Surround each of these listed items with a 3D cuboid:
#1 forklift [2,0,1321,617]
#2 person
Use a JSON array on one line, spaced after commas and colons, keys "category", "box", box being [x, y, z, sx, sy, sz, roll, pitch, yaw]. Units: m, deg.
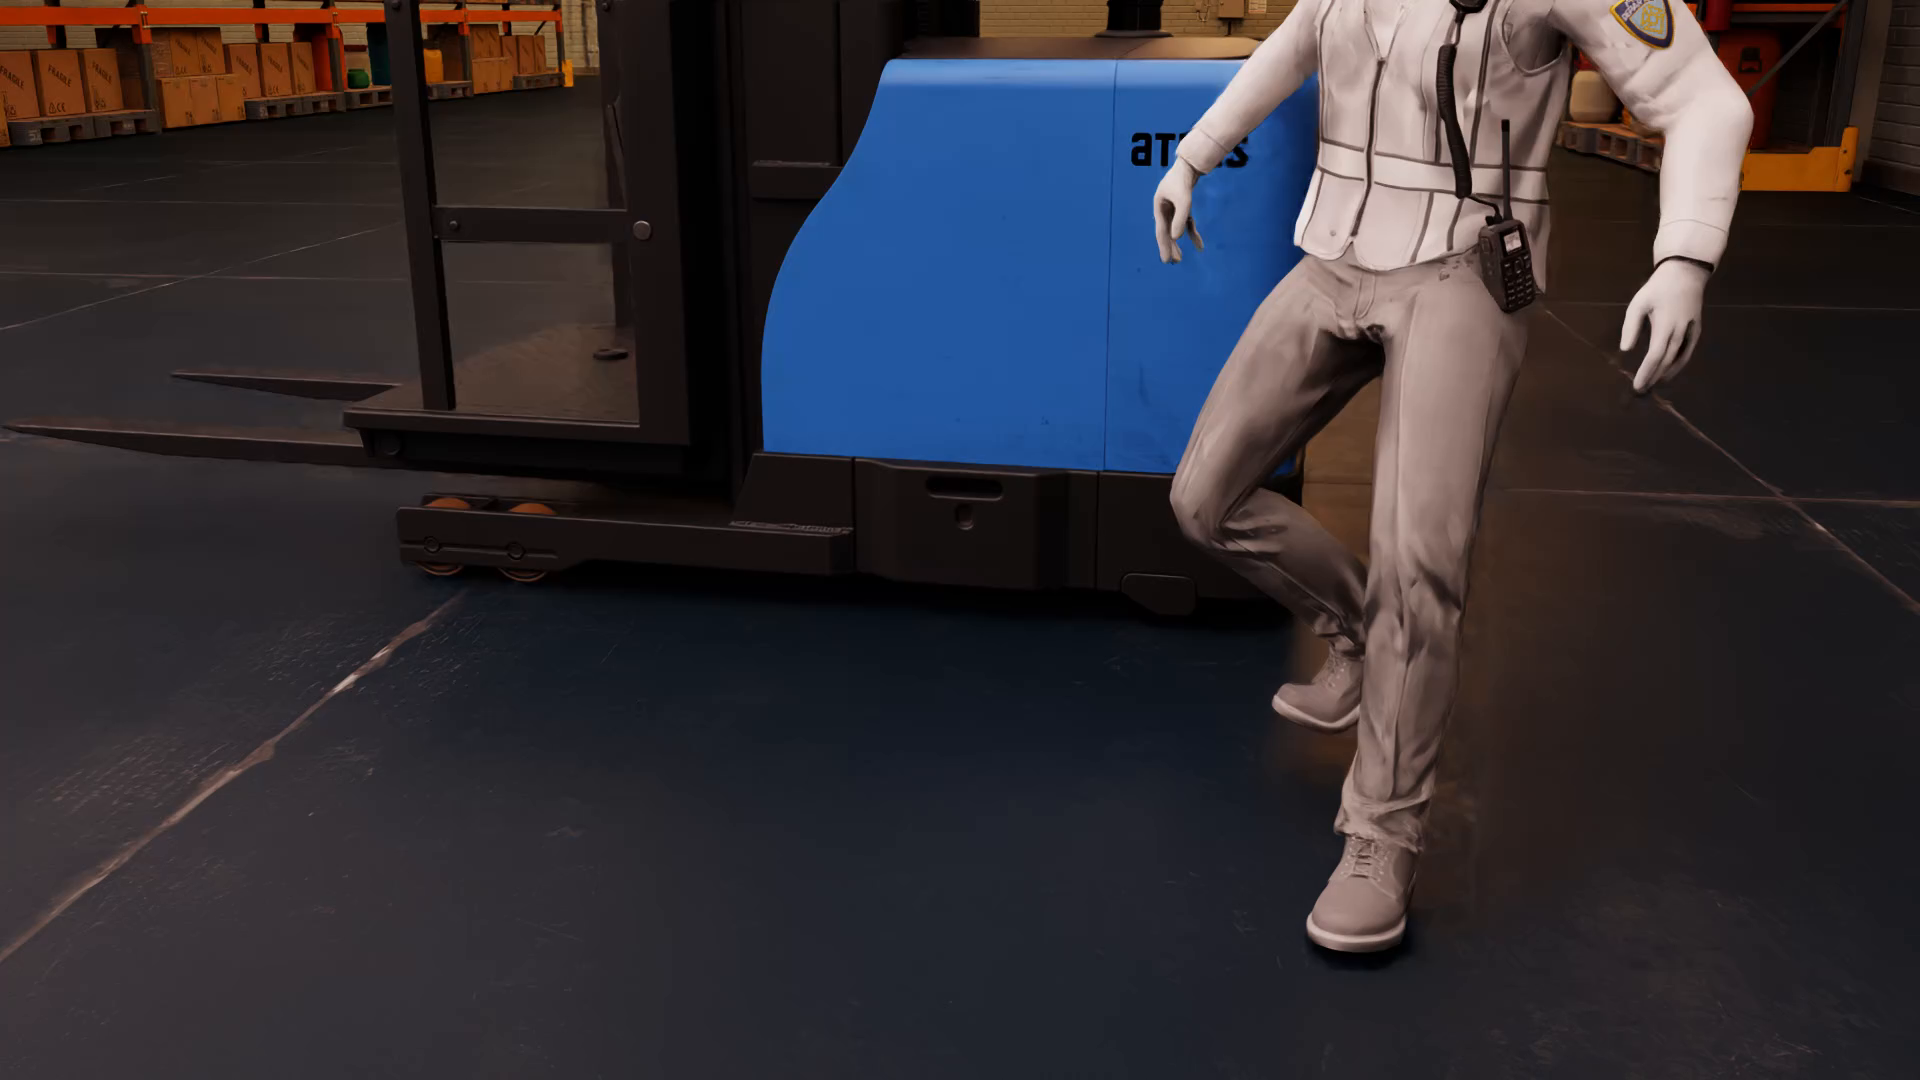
[{"category": "forklift", "box": [-0.729, -1.458, 3.576, 3.031, 2.935, 1.130, 4, 18, 12]}, {"category": "person", "box": [0.544, -0.357, 2.315, 0.638, 1.581, 0.896, -11, 21, -31]}]
